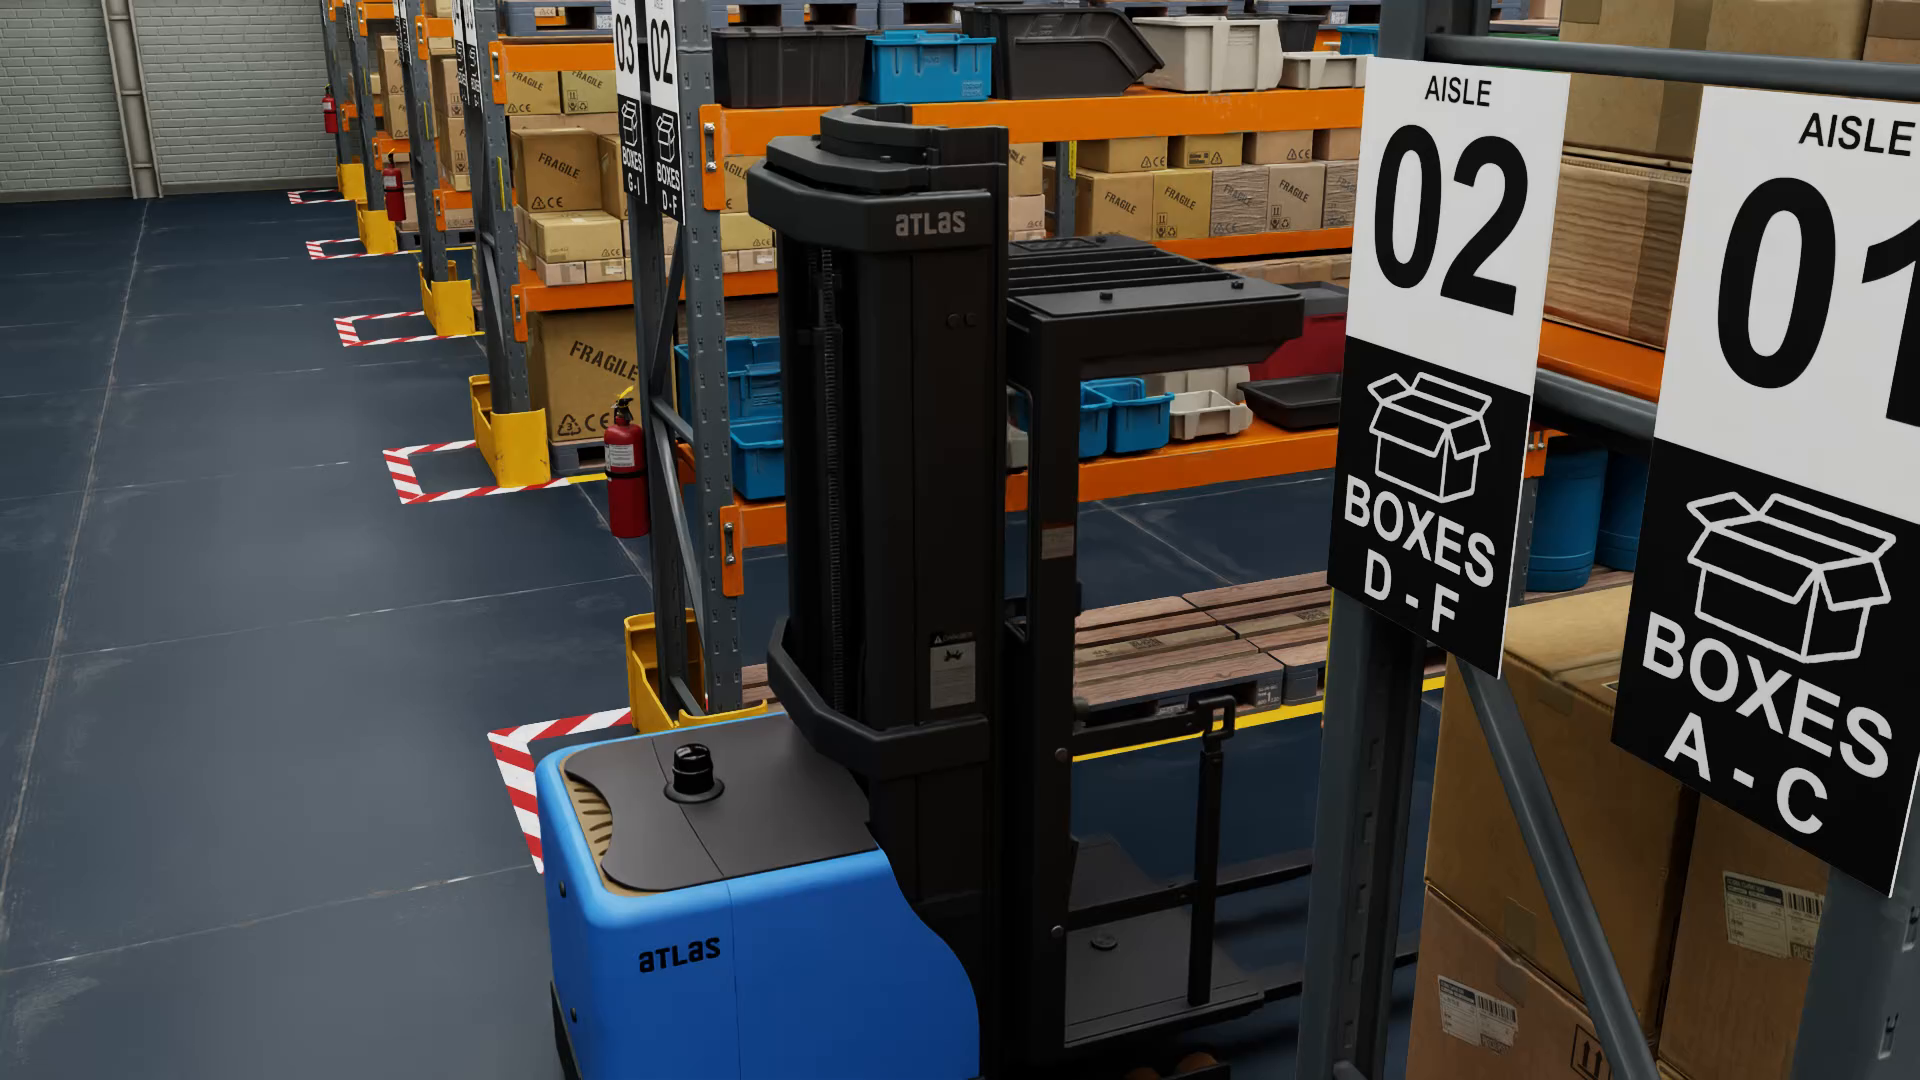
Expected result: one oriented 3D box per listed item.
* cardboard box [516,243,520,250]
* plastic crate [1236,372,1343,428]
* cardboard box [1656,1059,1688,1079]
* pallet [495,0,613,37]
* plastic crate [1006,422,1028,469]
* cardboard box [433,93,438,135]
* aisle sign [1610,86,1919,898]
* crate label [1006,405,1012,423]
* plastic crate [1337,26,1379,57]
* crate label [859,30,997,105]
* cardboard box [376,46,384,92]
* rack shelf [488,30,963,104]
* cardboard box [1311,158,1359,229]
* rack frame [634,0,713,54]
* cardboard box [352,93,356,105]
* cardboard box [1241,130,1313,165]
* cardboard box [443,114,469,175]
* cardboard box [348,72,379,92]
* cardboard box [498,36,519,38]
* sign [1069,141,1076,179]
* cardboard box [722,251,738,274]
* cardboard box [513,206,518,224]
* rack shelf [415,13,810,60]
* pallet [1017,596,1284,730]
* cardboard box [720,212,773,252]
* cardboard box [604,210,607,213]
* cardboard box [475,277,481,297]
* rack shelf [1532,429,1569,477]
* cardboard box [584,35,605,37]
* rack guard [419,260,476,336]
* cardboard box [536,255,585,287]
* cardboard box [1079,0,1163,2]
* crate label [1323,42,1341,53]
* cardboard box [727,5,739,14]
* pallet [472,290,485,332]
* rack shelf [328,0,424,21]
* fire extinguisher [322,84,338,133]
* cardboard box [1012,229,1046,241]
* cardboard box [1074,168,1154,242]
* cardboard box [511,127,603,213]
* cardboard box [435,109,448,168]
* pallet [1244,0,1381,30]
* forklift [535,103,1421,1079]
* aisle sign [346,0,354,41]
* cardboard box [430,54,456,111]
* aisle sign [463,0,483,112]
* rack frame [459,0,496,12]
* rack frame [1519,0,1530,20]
[{"bbox_3d":[-4.320,-2.777,16.156,0.250,0.149,0.380,-8,21,-21],"label":"cardboard box"},{"bbox_3d":[1.626,-0.640,7.646,0.590,0.125,0.437,-8,21,-22],"label":"plastic crate"},{"bbox_3d":[1.345,1.042,2.396,0.500,0.500,0.500,-8,21,-21],"label":"cardboard box"},{"bbox_3d":[-2.411,-3.428,10.859,1.213,0.211,1.003,-8,21,-22],"label":"pallet"},{"bbox_3d":[0.181,-0.386,6.909,0.298,0.136,0.250,-8,21,-22],"label":"plastic crate"},{"bbox_3d":[-6.005,-5.074,19.767,0.500,0.500,0.500,-8,21,-23],"label":"cardboard box"},{"bbox_3d":[0.886,-0.061,1.764,0.004,0.787,0.394,-8,21,-22],"label":"aisle sign"},{"bbox_3d":[0.069,-0.588,7.483,0.243,0.136,0.396,-8,21,-22],"label":"crate label"},{"bbox_3d":[1.838,-2.089,7.174,0.300,0.233,0.416,-8,21,-22],"label":"plastic crate"},{"bbox_3d":[-0.151,-1.812,6.358,0.502,0.251,0.408,-8,21,-22],"label":"crate label"},{"bbox_3d":[-6.665,-5.631,19.843,0.500,0.500,0.500,-7,21,-20],"label":"cardboard box"},{"bbox_3d":[-1.251,-3.293,11.425,4.000,0.370,1.077,-8,21,-22],"label":"rack shelf"},{"bbox_3d":[2.967,-2.781,13.252,0.500,0.500,0.500,-9,21,-24],"label":"cardboard box"},{"bbox_3d":[-1.126,-3.274,5.771,0.127,3.000,1.000,-8,21,-22],"label":"rack frame"},{"bbox_3d":[-8.572,-6.331,23.864,0.250,0.149,0.380,-8,21,-22],"label":"cardboard box"},{"bbox_3d":[2.368,-3.261,13.106,0.637,0.503,0.797,-7,21,-20],"label":"cardboard box"},{"bbox_3d":[-4.438,-3.643,15.253,0.500,0.500,0.500,-7,21,-19],"label":"cardboard box"},{"bbox_3d":[-8.665,-6.701,24.314,0.500,0.250,0.500,-8,21,-20],"label":"cardboard box"},{"bbox_3d":[-5.380,-5.930,19.714,0.250,0.149,0.380,-8,21,-21],"label":"cardboard box"},{"bbox_3d":[0.806,-2.757,11.914,0.005,0.325,0.100,-8,21,-22],"label":"sign"},{"bbox_3d":[-1.688,-1.918,11.331,0.250,0.149,0.380,-9,21,-23],"label":"cardboard box"},{"bbox_3d":[-5.610,-4.206,20.678,0.875,0.438,0.875,-8,21,-20],"label":"cardboard box"},{"bbox_3d":[-3.123,-4.819,15.759,4.000,0.370,1.077,-8,21,-22],"label":"rack shelf"},{"bbox_3d":[0.765,0.615,7.957,1.213,0.211,1.003,-8,21,-22],"label":"pallet"},{"bbox_3d":[-1.603,-2.140,11.362,0.500,0.250,0.500,-9,21,-24],"label":"cardboard box"},{"bbox_3d":[-2.282,-2.235,11.632,0.500,0.250,0.500,-9,21,-23],"label":"cardboard box"},{"bbox_3d":[-4.559,-2.467,16.171,0.250,0.149,0.380,-8,21,-21],"label":"cardboard box"},{"bbox_3d":[4.383,-0.894,9.128,4.000,0.370,1.077,-8,21,-22],"label":"rack shelf"},{"bbox_3d":[-4.456,-6.076,20.129,0.250,0.149,0.380,-8,21,-22],"label":"cardboard box"},{"bbox_3d":[-4.890,-2.311,15.834,0.348,0.500,1.175,-8,21,-22],"label":"rack guard"},{"bbox_3d":[-2.631,-1.782,10.945,0.250,0.149,0.380,-8,21,-21],"label":"cardboard box"},{"bbox_3d":[1.114,-4.220,12.192,0.500,0.500,0.700,-8,21,-21],"label":"cardboard box"},{"bbox_3d":[1.983,-2.285,7.874,0.466,0.136,0.293,-8,21,-22],"label":"crate label"},{"bbox_3d":[-2.093,-5.142,15.818,0.500,0.250,0.500,-8,21,-22],"label":"cardboard box"},{"bbox_3d":[-4.130,-2.271,16.155,1.213,0.211,1.003,-8,21,-22],"label":"pallet"},{"bbox_3d":[-7.146,-7.828,24.306,4.000,0.370,1.077,-8,21,-22],"label":"rack shelf"},{"bbox_3d":[-8.935,-6.117,23.557,0.183,0.674,0.296,-8,21,-22],"label":"fire extinguisher"},{"bbox_3d":[0.435,-2.222,12.195,0.250,0.149,0.380,-8,21,-22],"label":"cardboard box"},{"bbox_3d":[1.107,-2.512,12.490,0.500,0.500,0.500,-8,21,-22],"label":"cardboard box"},{"bbox_3d":[-2.744,-2.522,11.317,0.500,0.500,0.500,-8,21,-21],"label":"cardboard box"},{"bbox_3d":[-4.649,-3.805,15.715,0.500,0.500,0.500,-8,21,-21],"label":"cardboard box"},{"bbox_3d":[2.662,-4.084,12.872,1.213,0.211,1.003,-7,21,-19],"label":"pallet"},{"bbox_3d":[0.286,0.227,4.965,3.031,2.935,1.130,-8,21,-21],"label":"forklift"},{"bbox_3d":[-6.964,-6.105,18.930,0.004,0.787,0.394,-8,21,-22],"label":"aisle sign"},{"bbox_3d":[-4.638,-4.276,15.544,0.500,0.500,0.500,-9,21,-23],"label":"cardboard box"},{"bbox_3d":[-3.035,-3.080,10.338,0.004,0.787,0.394,-8,21,-22],"label":"aisle sign"},{"bbox_3d":[-3.088,-4.784,10.060,0.127,3.000,1.000,-8,21,-22],"label":"rack frame"},{"bbox_3d":[4.258,-3.007,14.046,0.127,3.000,1.000,-8,21,-22],"label":"rack frame"}]
